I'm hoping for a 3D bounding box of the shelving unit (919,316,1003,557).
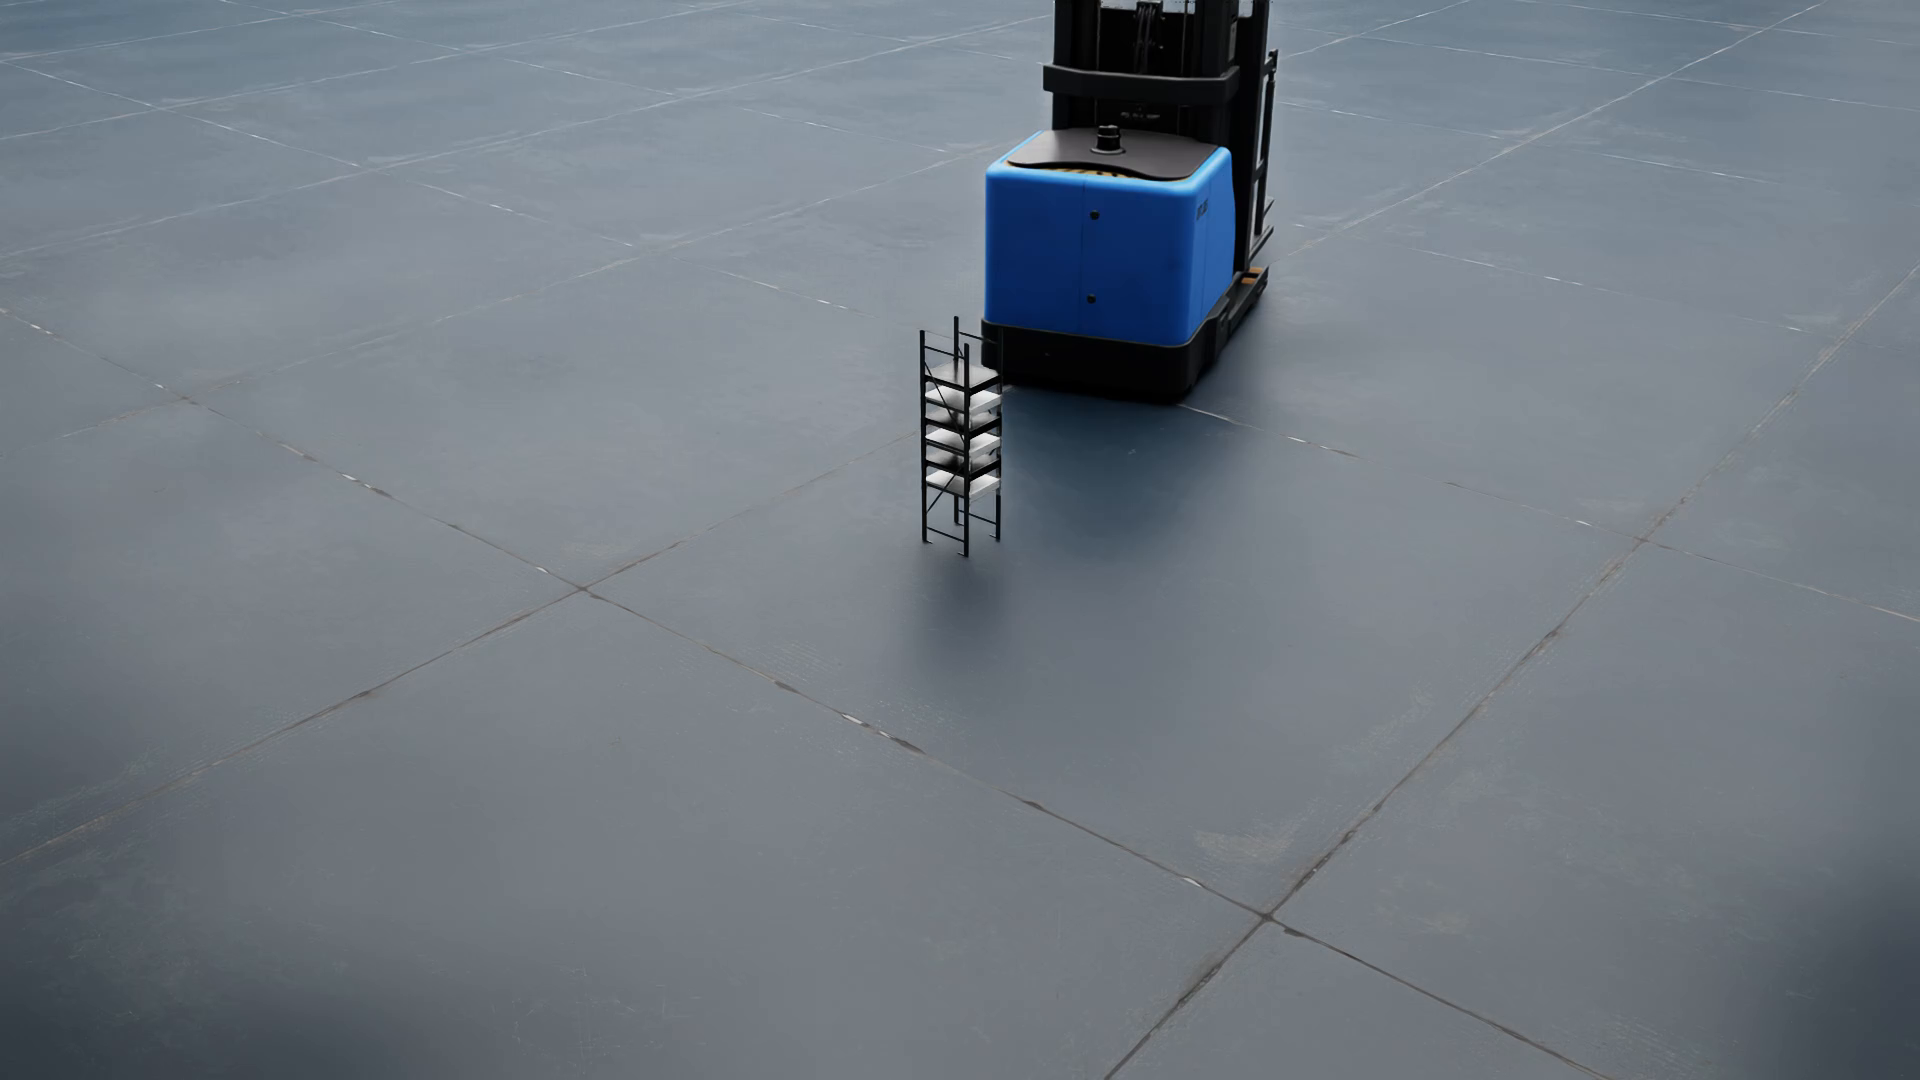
[{"bbox_3d":[0.005,-0.403,6.549,0.258,0.900,0.210,21,34,34],"label":"shelving unit"}]

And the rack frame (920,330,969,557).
[{"bbox_3d":[-0.059,-0.367,6.479,0.240,0.900,0.006,21,34,34],"label":"rack frame"}]

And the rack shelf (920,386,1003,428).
[{"bbox_3d":[0.005,-0.533,6.481,0.258,0.077,0.200,21,34,34],"label":"rack shelf"}]

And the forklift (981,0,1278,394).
[{"bbox_3d":[1.105,-2.656,8.694,1.130,2.935,3.031,10,29,18],"label":"forklift"}]

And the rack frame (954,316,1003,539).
[{"bbox_3d":[0.070,-0.439,6.618,0.240,0.900,0.006,21,34,34],"label":"rack frame"}]

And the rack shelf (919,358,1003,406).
[{"bbox_3d":[0.005,-0.613,6.440,0.258,0.077,0.200,21,34,34],"label":"rack shelf"}]

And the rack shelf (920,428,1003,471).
[{"bbox_3d":[0.005,-0.373,6.564,0.258,0.077,0.200,21,34,34],"label":"rack shelf"}]

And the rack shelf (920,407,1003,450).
[{"bbox_3d":[0.005,-0.453,6.523,0.258,0.077,0.200,21,34,34],"label":"rack shelf"}]

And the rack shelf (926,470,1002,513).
[{"bbox_3d":[0.005,-0.213,6.647,0.258,0.077,0.200,21,34,34],"label":"rack shelf"}]

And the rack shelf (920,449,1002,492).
[{"bbox_3d":[0.005,-0.293,6.605,0.258,0.077,0.200,21,34,34],"label":"rack shelf"}]
